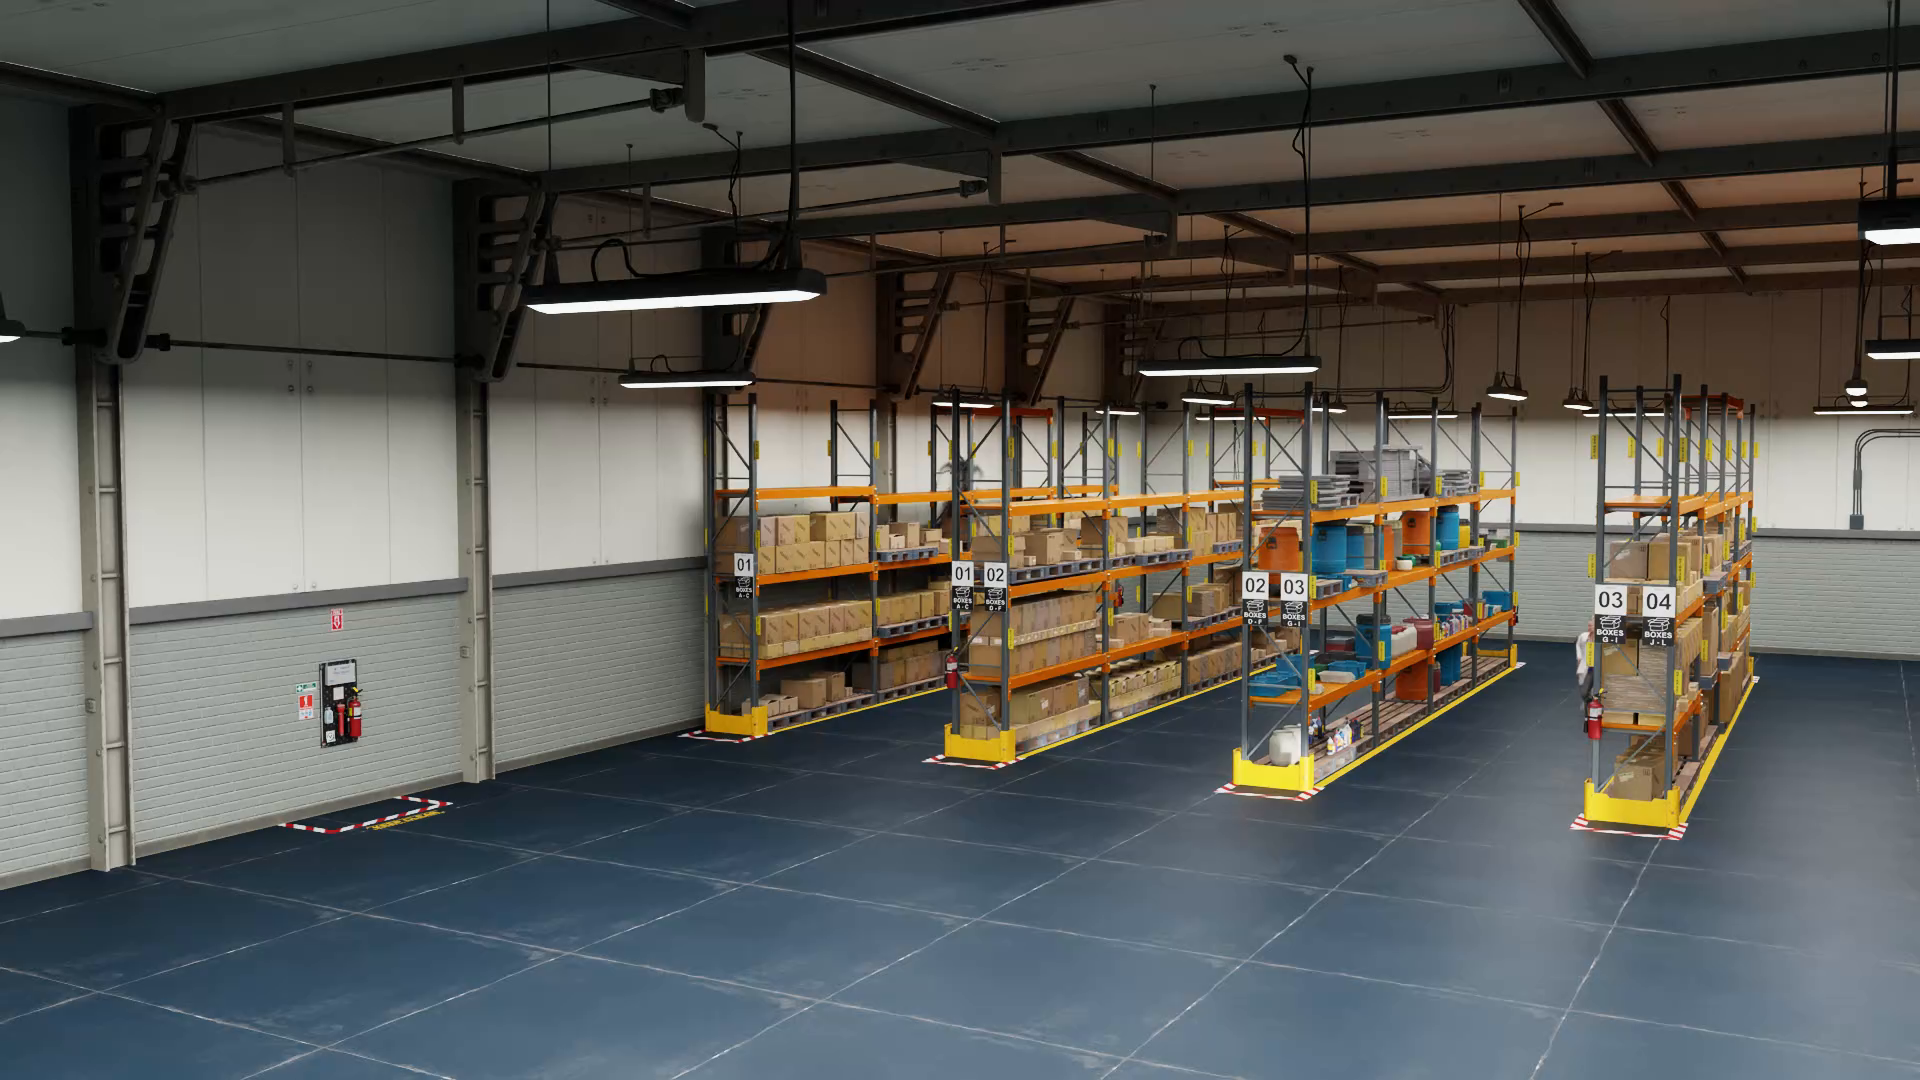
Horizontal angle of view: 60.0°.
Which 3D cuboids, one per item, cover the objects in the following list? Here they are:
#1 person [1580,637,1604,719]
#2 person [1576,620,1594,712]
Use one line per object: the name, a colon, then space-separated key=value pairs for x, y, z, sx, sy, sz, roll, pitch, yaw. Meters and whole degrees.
person: x=11.691 y=2.553 z=30.526 sx=0.534 sy=1.581 sz=0.755 roll=3 pitch=4 yaw=45
person: x=12.040 y=2.456 z=31.687 sx=0.693 sy=1.682 sz=0.714 roll=2 pitch=4 yaw=32
